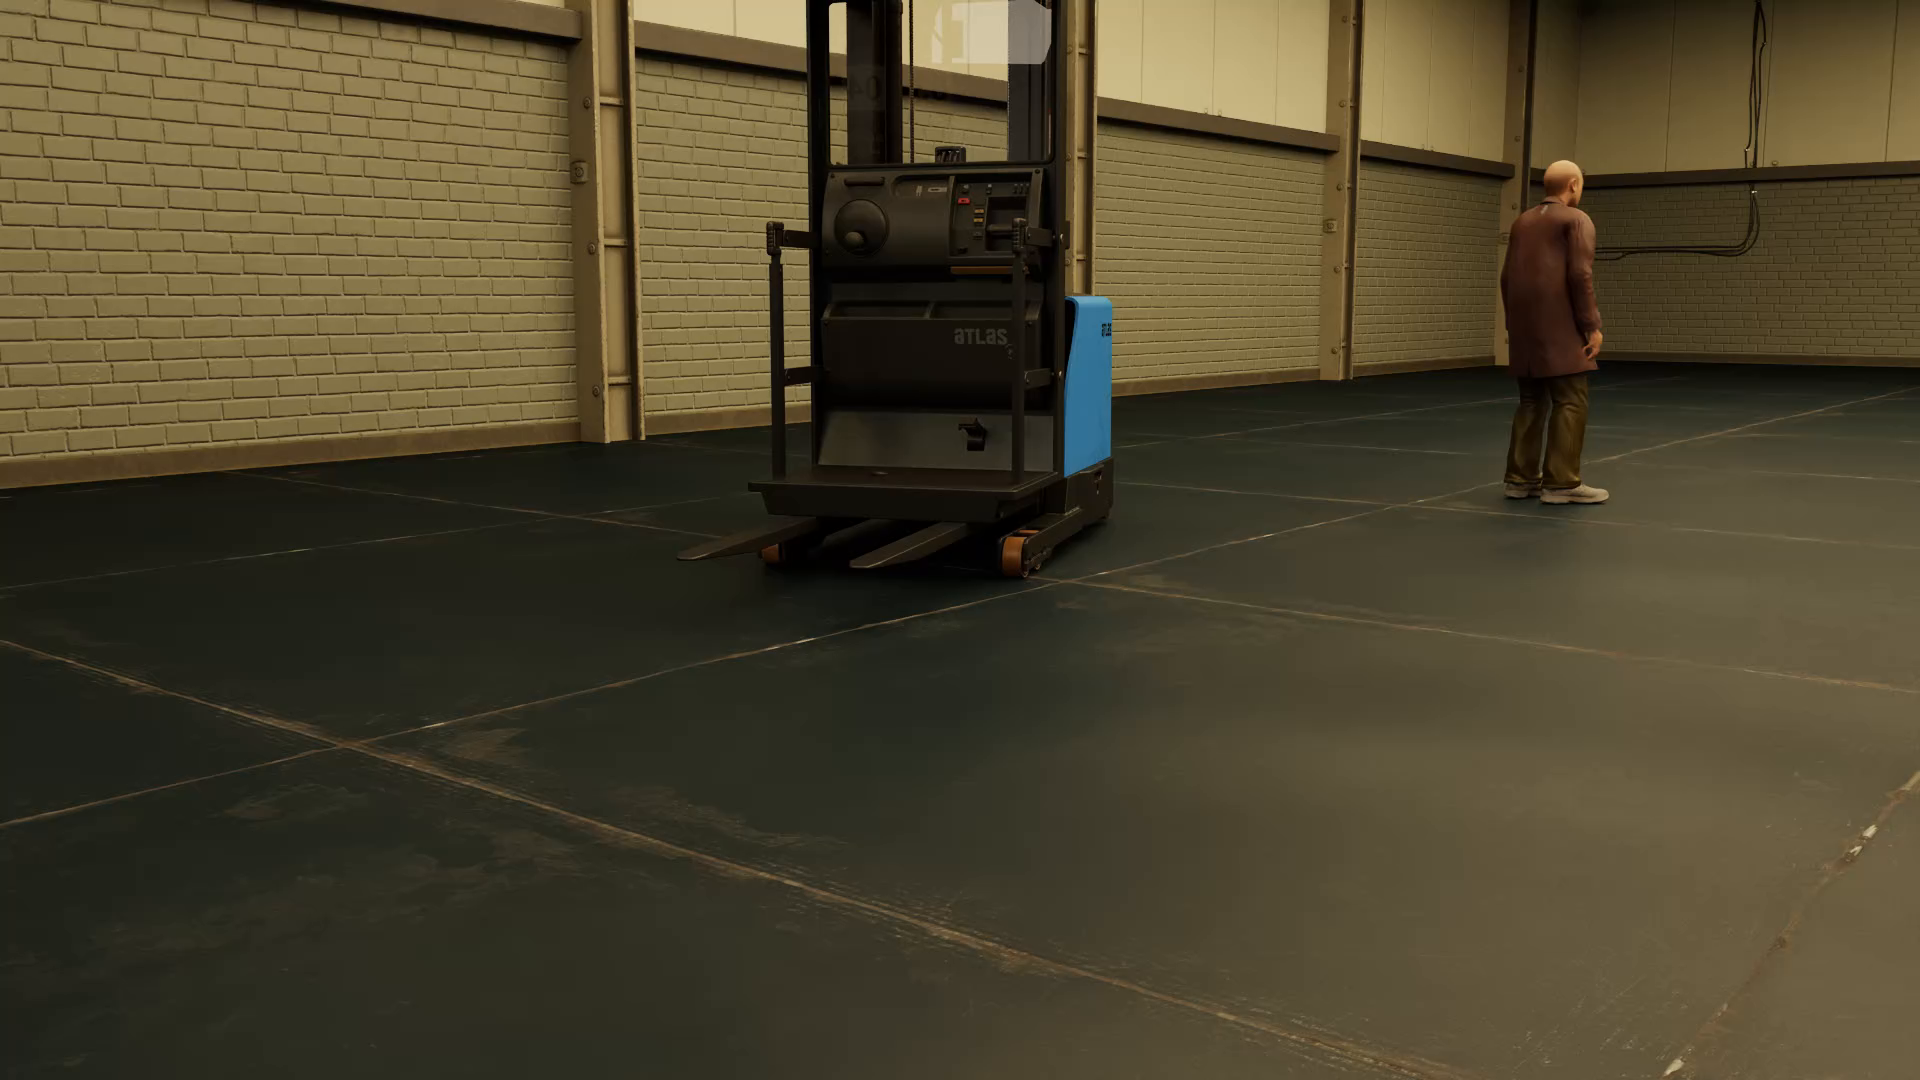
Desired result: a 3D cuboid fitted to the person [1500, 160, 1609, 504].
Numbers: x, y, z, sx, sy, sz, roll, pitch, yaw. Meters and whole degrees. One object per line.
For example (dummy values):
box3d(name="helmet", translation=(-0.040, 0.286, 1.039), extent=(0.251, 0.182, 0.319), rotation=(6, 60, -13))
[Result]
box3d(name="person", translation=(3.113, -1.095, 8.760), extent=(0.420, 1.774, 0.643), rotation=(-4, 9, -24))

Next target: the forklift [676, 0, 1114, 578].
box3d(name="forklift", translation=(-0.176, -1.366, 6.616), extent=(1.130, 2.935, 3.031), rotation=(3, 9, 17))
